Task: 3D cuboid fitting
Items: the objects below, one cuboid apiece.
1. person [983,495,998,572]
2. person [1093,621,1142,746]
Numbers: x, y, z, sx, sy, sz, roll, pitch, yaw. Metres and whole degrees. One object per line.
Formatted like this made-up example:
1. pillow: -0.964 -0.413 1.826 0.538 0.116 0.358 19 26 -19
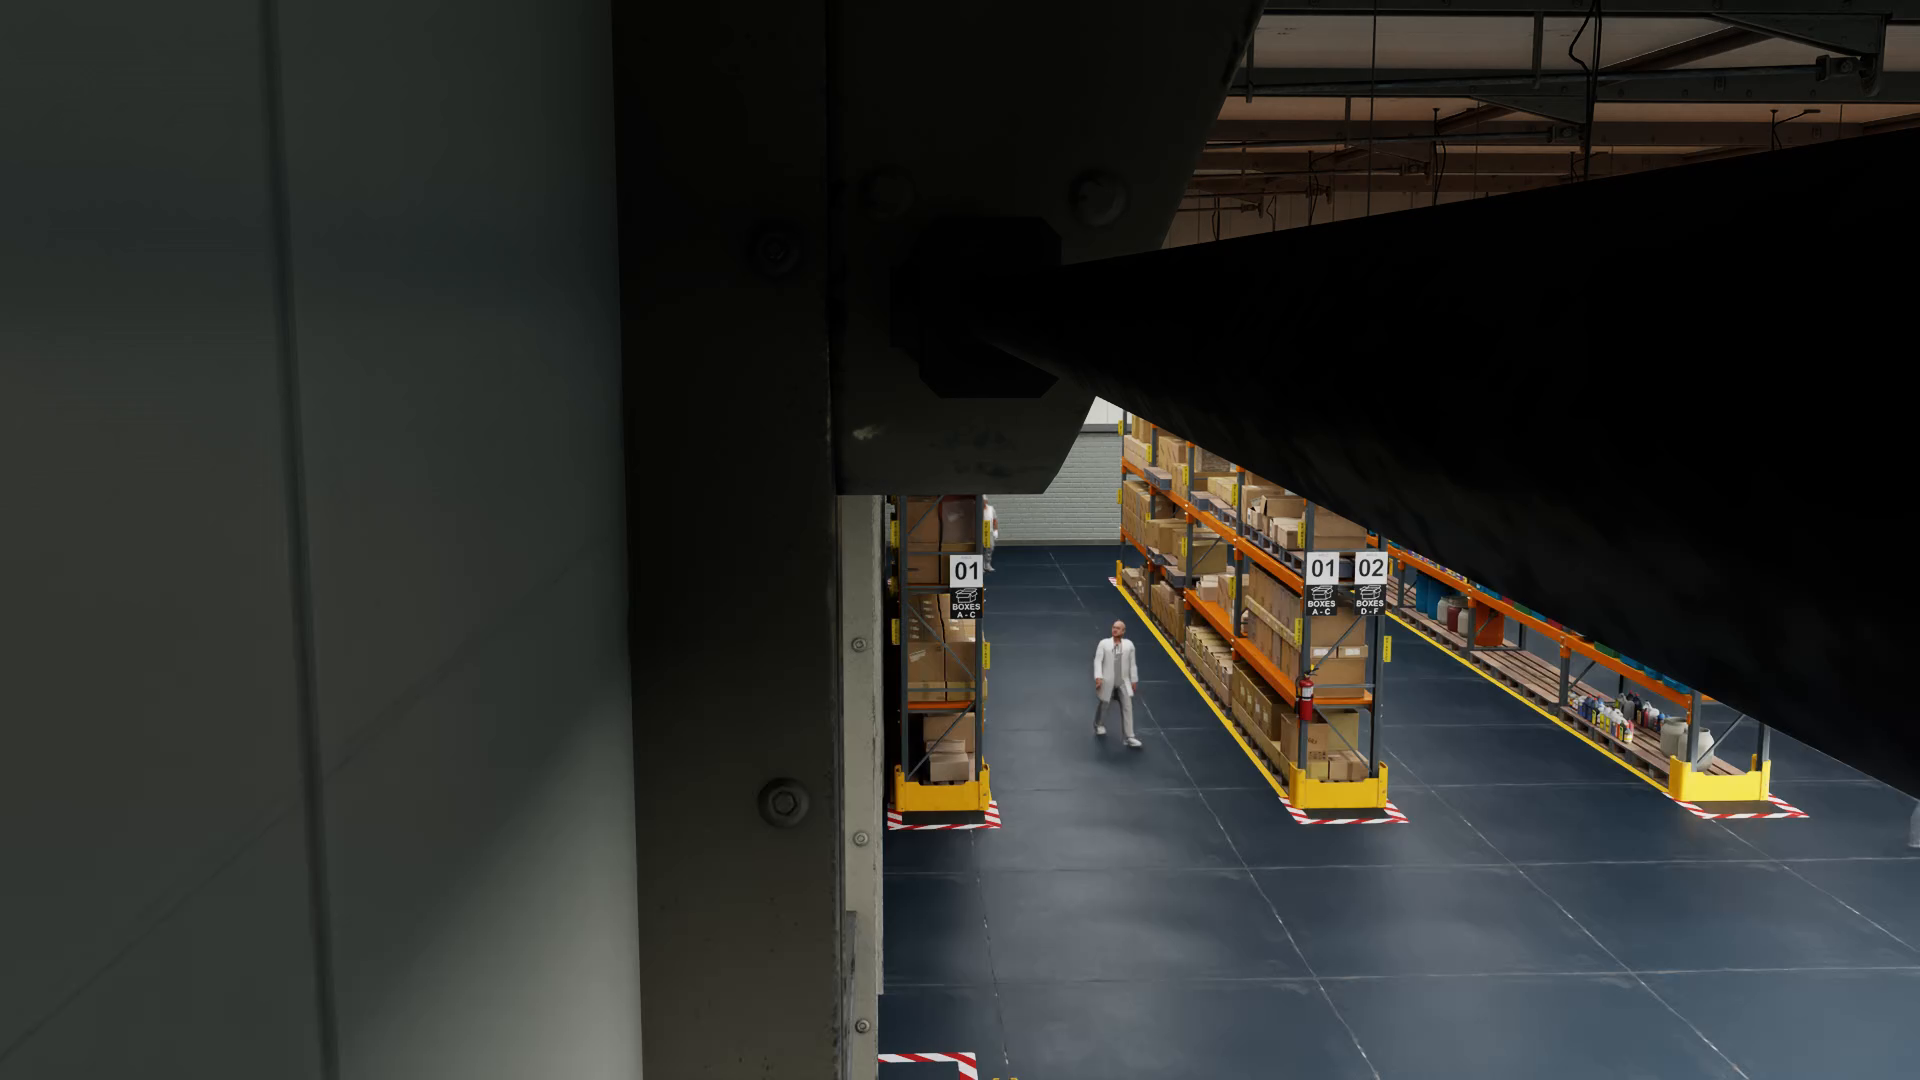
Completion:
1. person: 0.547 -0.147 37.986 0.585 1.813 0.409 -5 10 -30
2. person: 2.212 2.133 23.574 0.727 1.471 1.126 -2 9 -16
